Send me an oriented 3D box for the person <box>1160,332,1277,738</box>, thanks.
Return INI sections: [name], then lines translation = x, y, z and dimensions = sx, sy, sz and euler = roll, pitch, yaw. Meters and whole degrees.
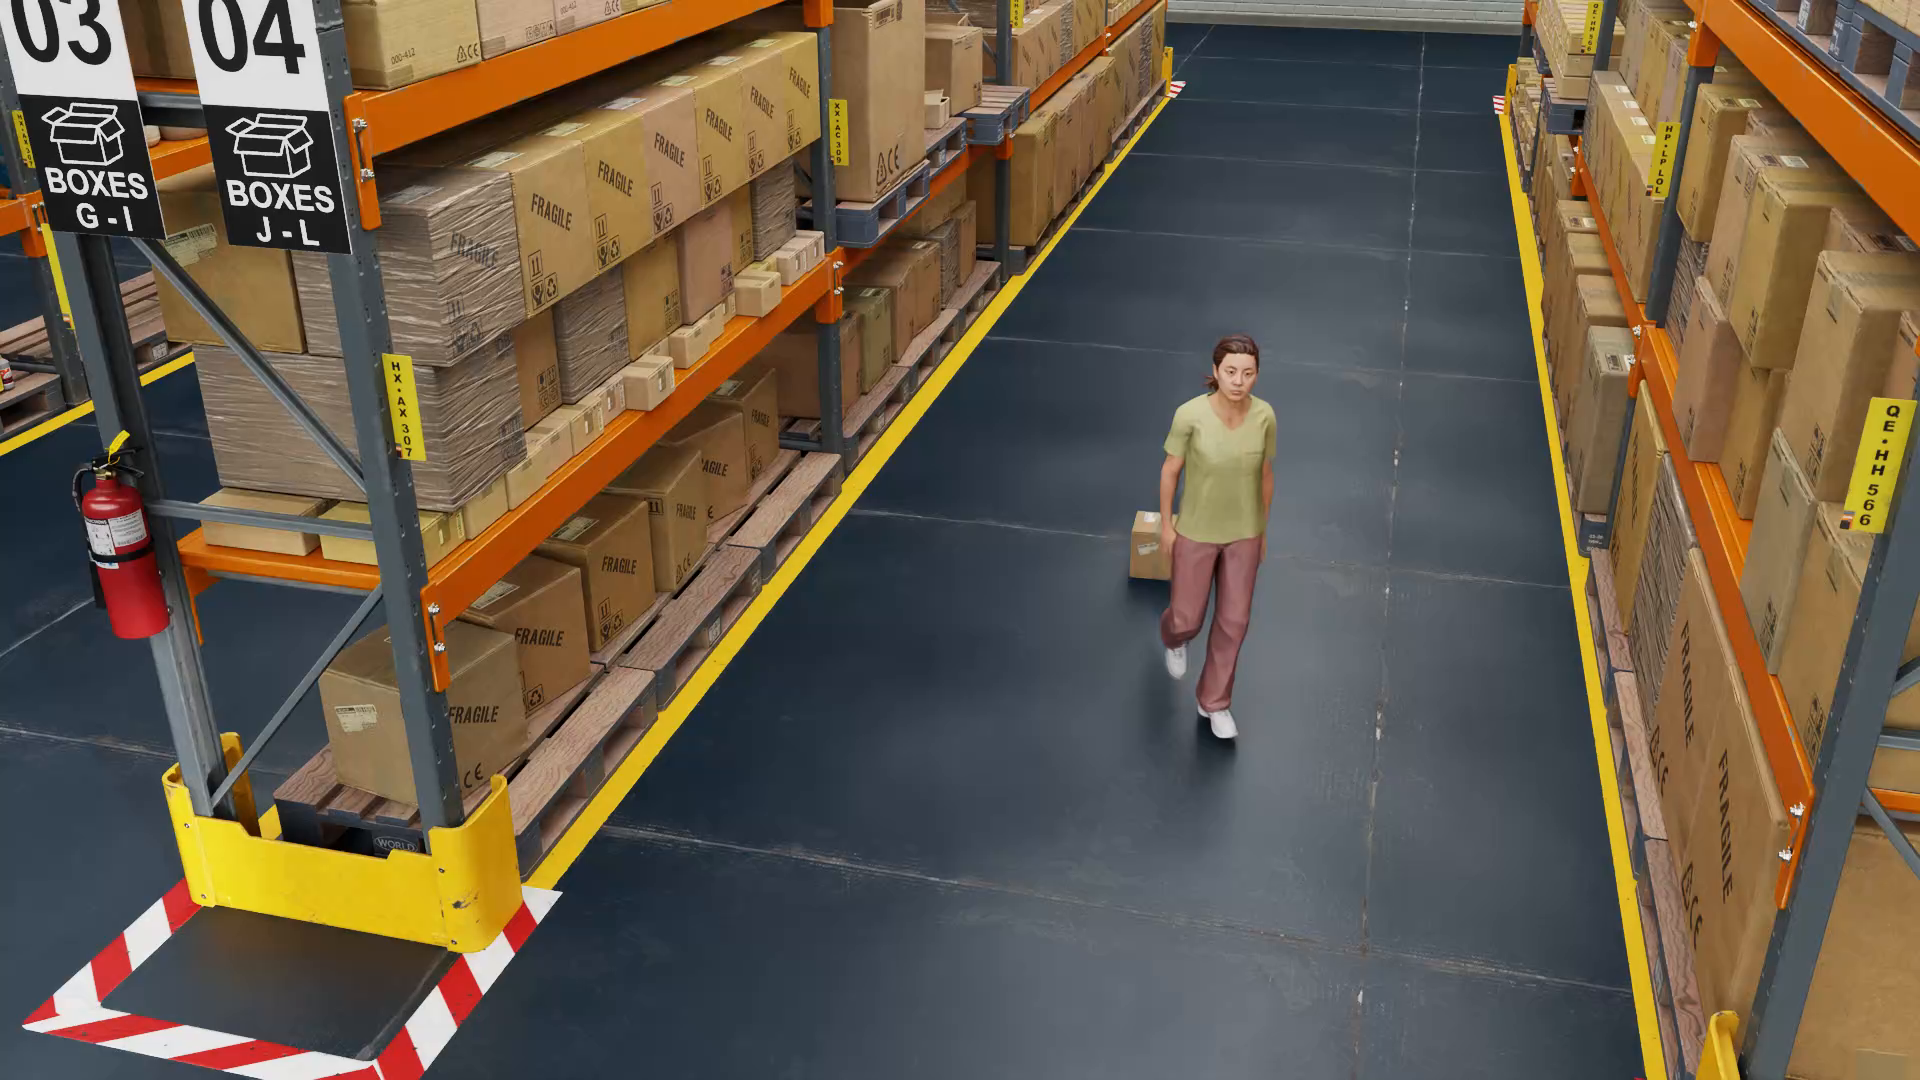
[person]
translation = 1.015, -0.053, 6.677
dimensions = 0.455, 1.657, 0.632
euler = -2, 26, -5
